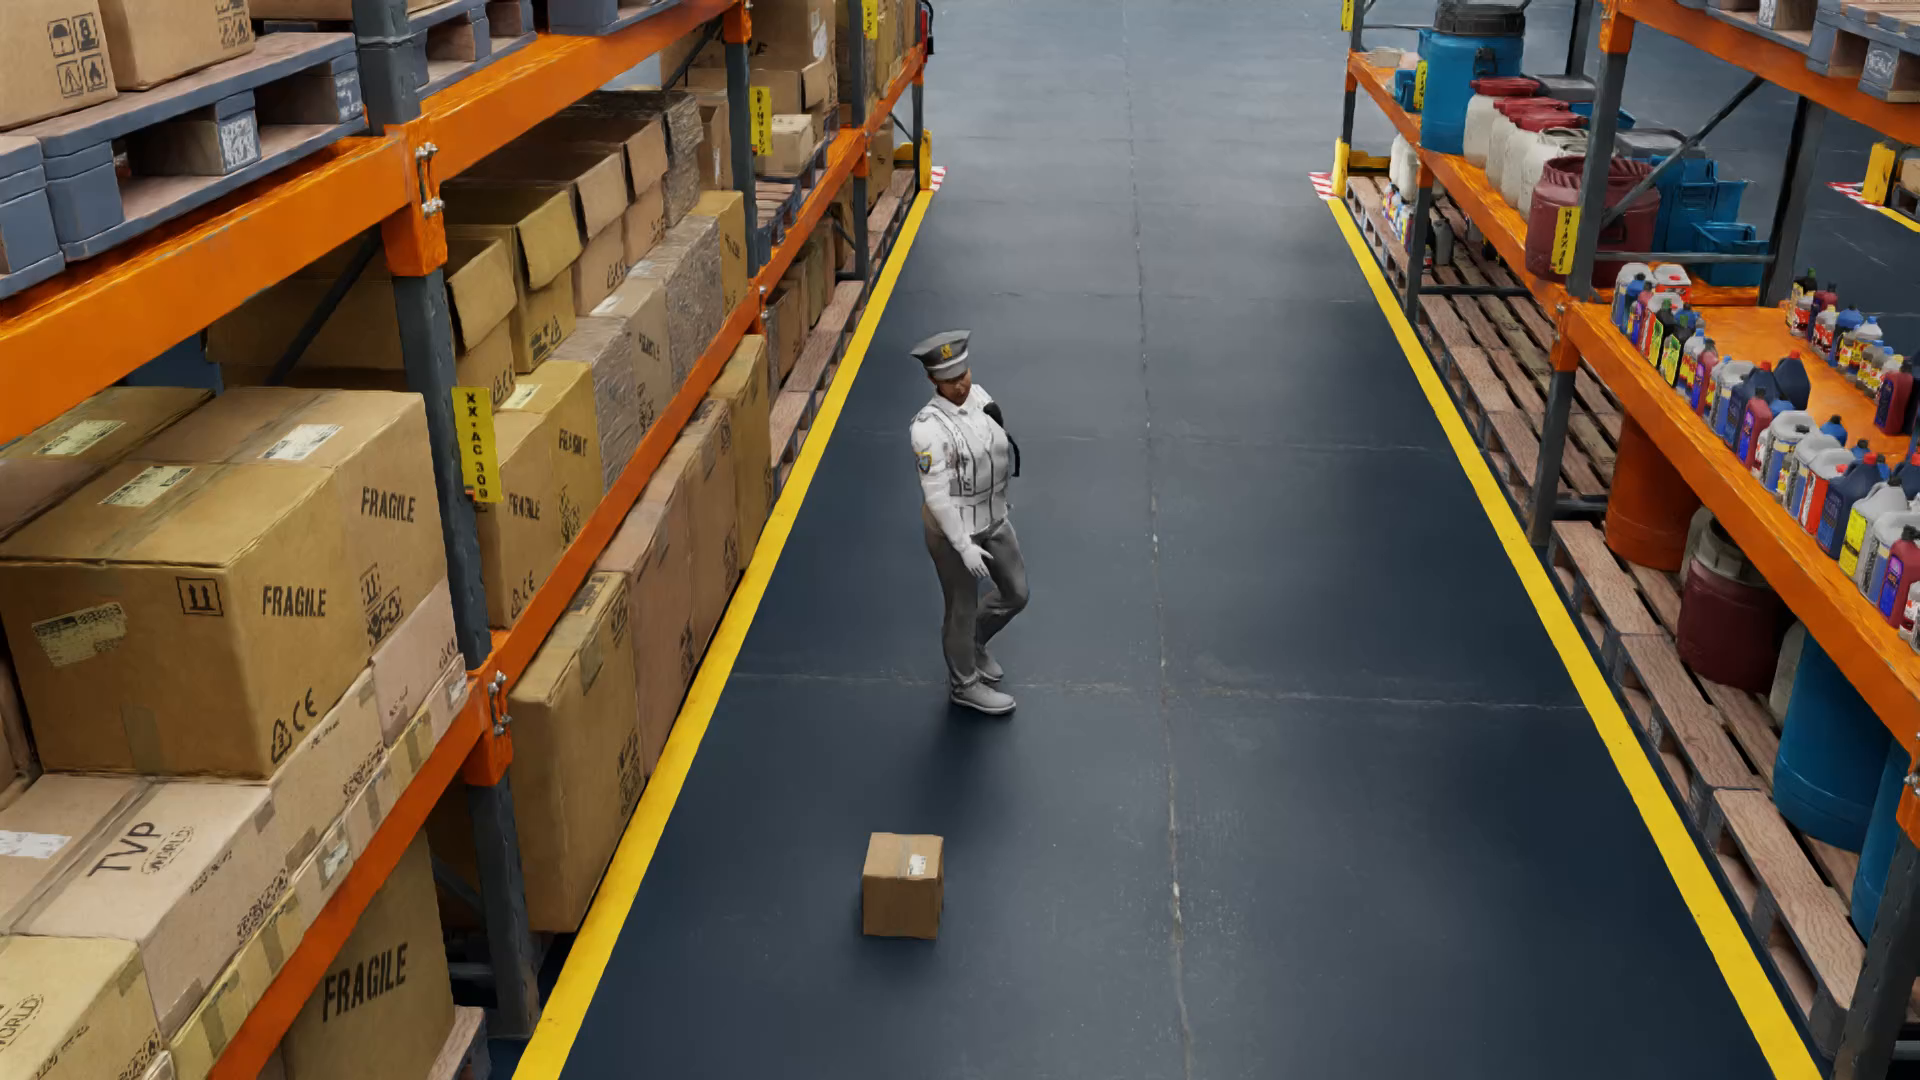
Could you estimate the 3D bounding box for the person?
[{"bbox_3d":[0.042,-0.059,6.715,0.417,1.675,0.568,18,30,34],"label":"person"}]
